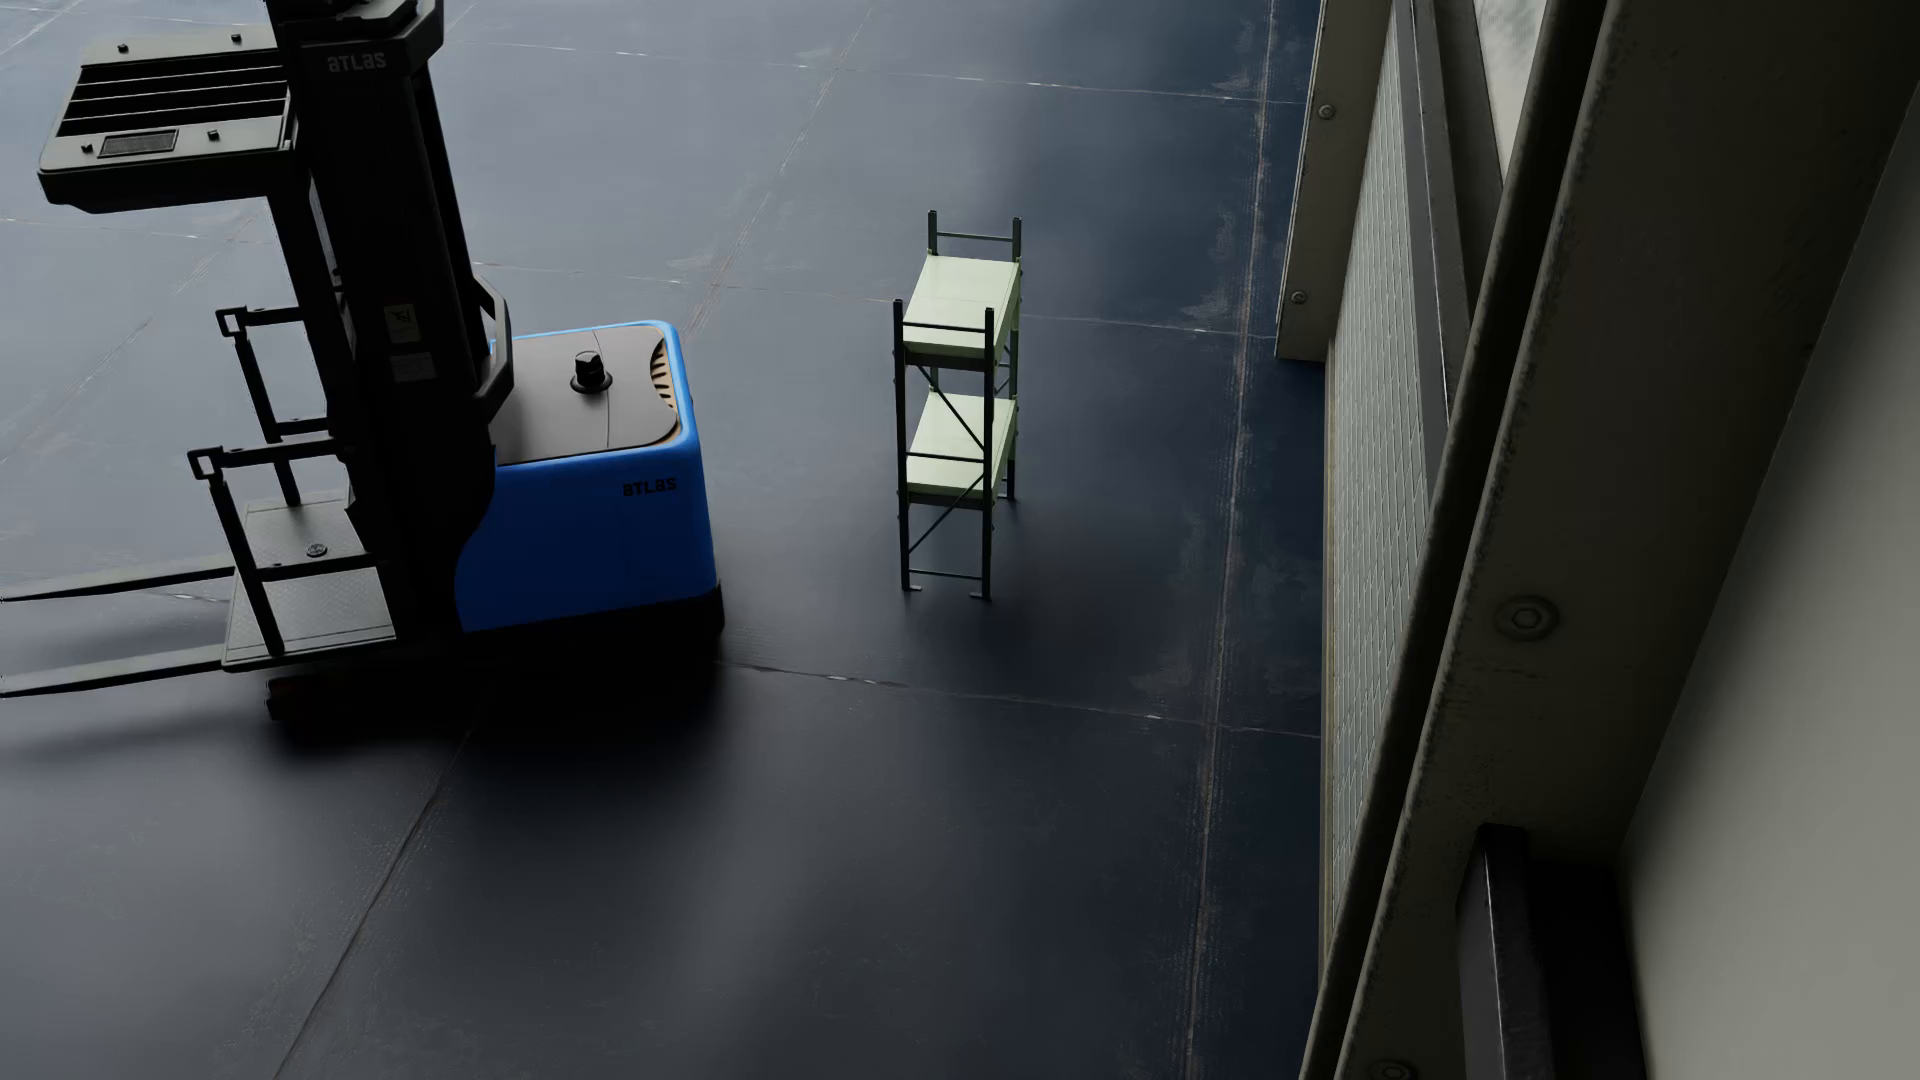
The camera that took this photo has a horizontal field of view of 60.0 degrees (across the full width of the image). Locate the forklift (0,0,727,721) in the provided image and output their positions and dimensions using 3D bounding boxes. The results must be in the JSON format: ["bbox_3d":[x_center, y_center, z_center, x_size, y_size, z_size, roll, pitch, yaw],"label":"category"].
[{"bbox_3d":[-2.583,-0.760,6.369,3.031,2.935,1.130,-9,40,-10],"label":"forklift"}]

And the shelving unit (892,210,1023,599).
[{"bbox_3d":[-0.001,-0.574,7.267,0.431,1.500,0.755,6,40,8],"label":"shelving unit"}]

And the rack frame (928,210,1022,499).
[{"bbox_3d":[0.062,-0.804,7.545,0.400,1.500,0.023,6,40,8],"label":"rack frame"}]

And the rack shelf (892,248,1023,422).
[{"bbox_3d":[-0.001,-0.875,7.018,0.431,0.370,0.720,6,40,8],"label":"rack shelf"}]

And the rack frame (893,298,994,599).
[{"bbox_3d":[-0.064,-0.344,6.989,0.400,1.500,0.023,6,40,8],"label":"rack frame"}]

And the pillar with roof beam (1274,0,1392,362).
[{"bbox_3d":[-2.364,-5.033,6.776,9.100,9.000,0.400,6,40,8],"label":"pillar with roof beam"}]

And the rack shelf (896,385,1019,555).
[{"bbox_3d":[-0.001,-0.323,7.475,0.431,0.370,0.720,6,40,8],"label":"rack shelf"}]
